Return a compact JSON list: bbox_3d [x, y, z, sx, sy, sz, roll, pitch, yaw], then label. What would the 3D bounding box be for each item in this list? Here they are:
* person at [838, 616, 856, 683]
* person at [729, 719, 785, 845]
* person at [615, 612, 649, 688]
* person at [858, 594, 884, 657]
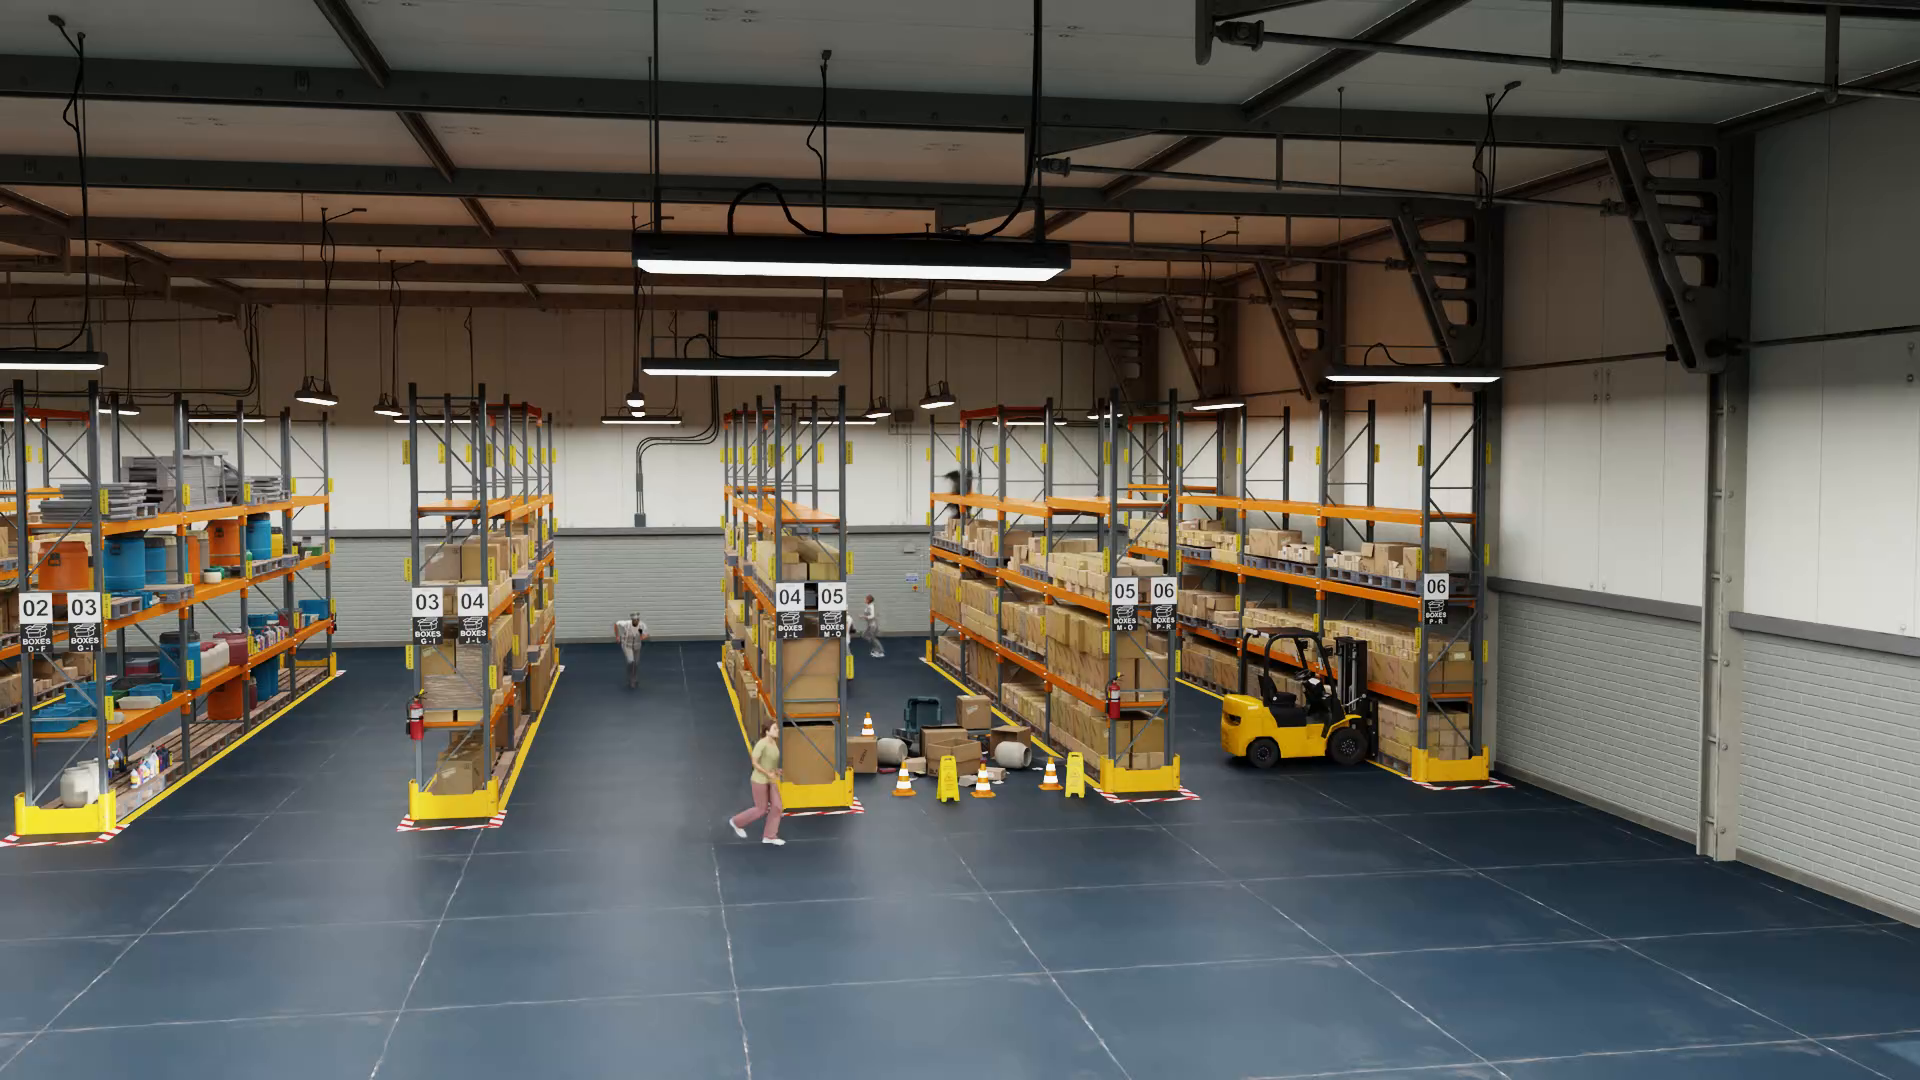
[{"bbox_3d":[-2.609,2.268,36.347,0.702,1.763,0.957,-1,3,-16],"label":"person"},{"bbox_3d":[-2.610,3.110,21.451,0.775,1.622,0.580,1,3,23],"label":"person"},{"bbox_3d":[-7.131,2.389,36.076,0.714,1.708,1.017,-1,3,-21],"label":"person"},{"bbox_3d":[-2.227,2.126,41.247,0.696,1.571,0.546,-1,3,-18],"label":"person"}]
